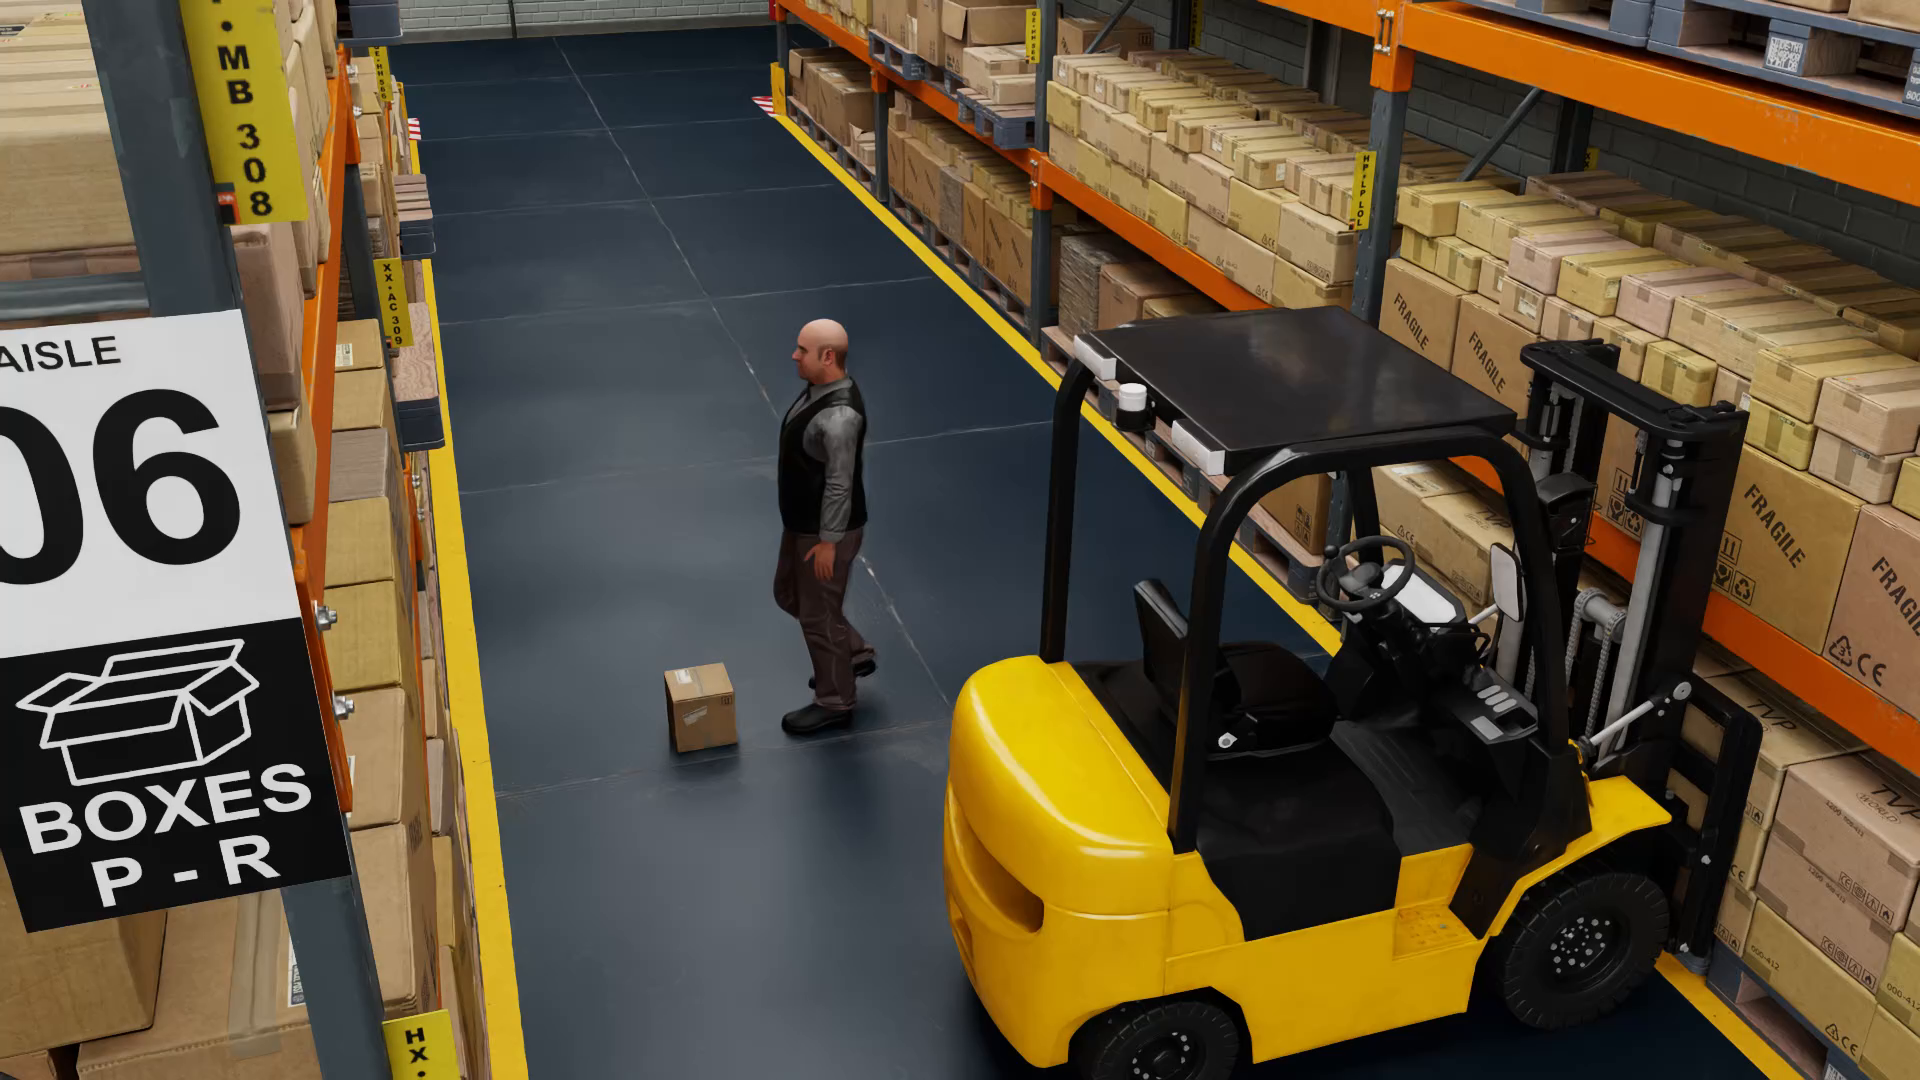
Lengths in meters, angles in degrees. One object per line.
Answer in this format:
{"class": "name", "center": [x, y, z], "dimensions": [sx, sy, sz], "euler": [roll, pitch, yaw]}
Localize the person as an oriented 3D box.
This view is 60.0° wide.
{"class": "person", "center": [-0.558, -0.057, 6.737], "dimensions": [0.430, 1.732, 0.554], "euler": [-4, 26, -9]}
